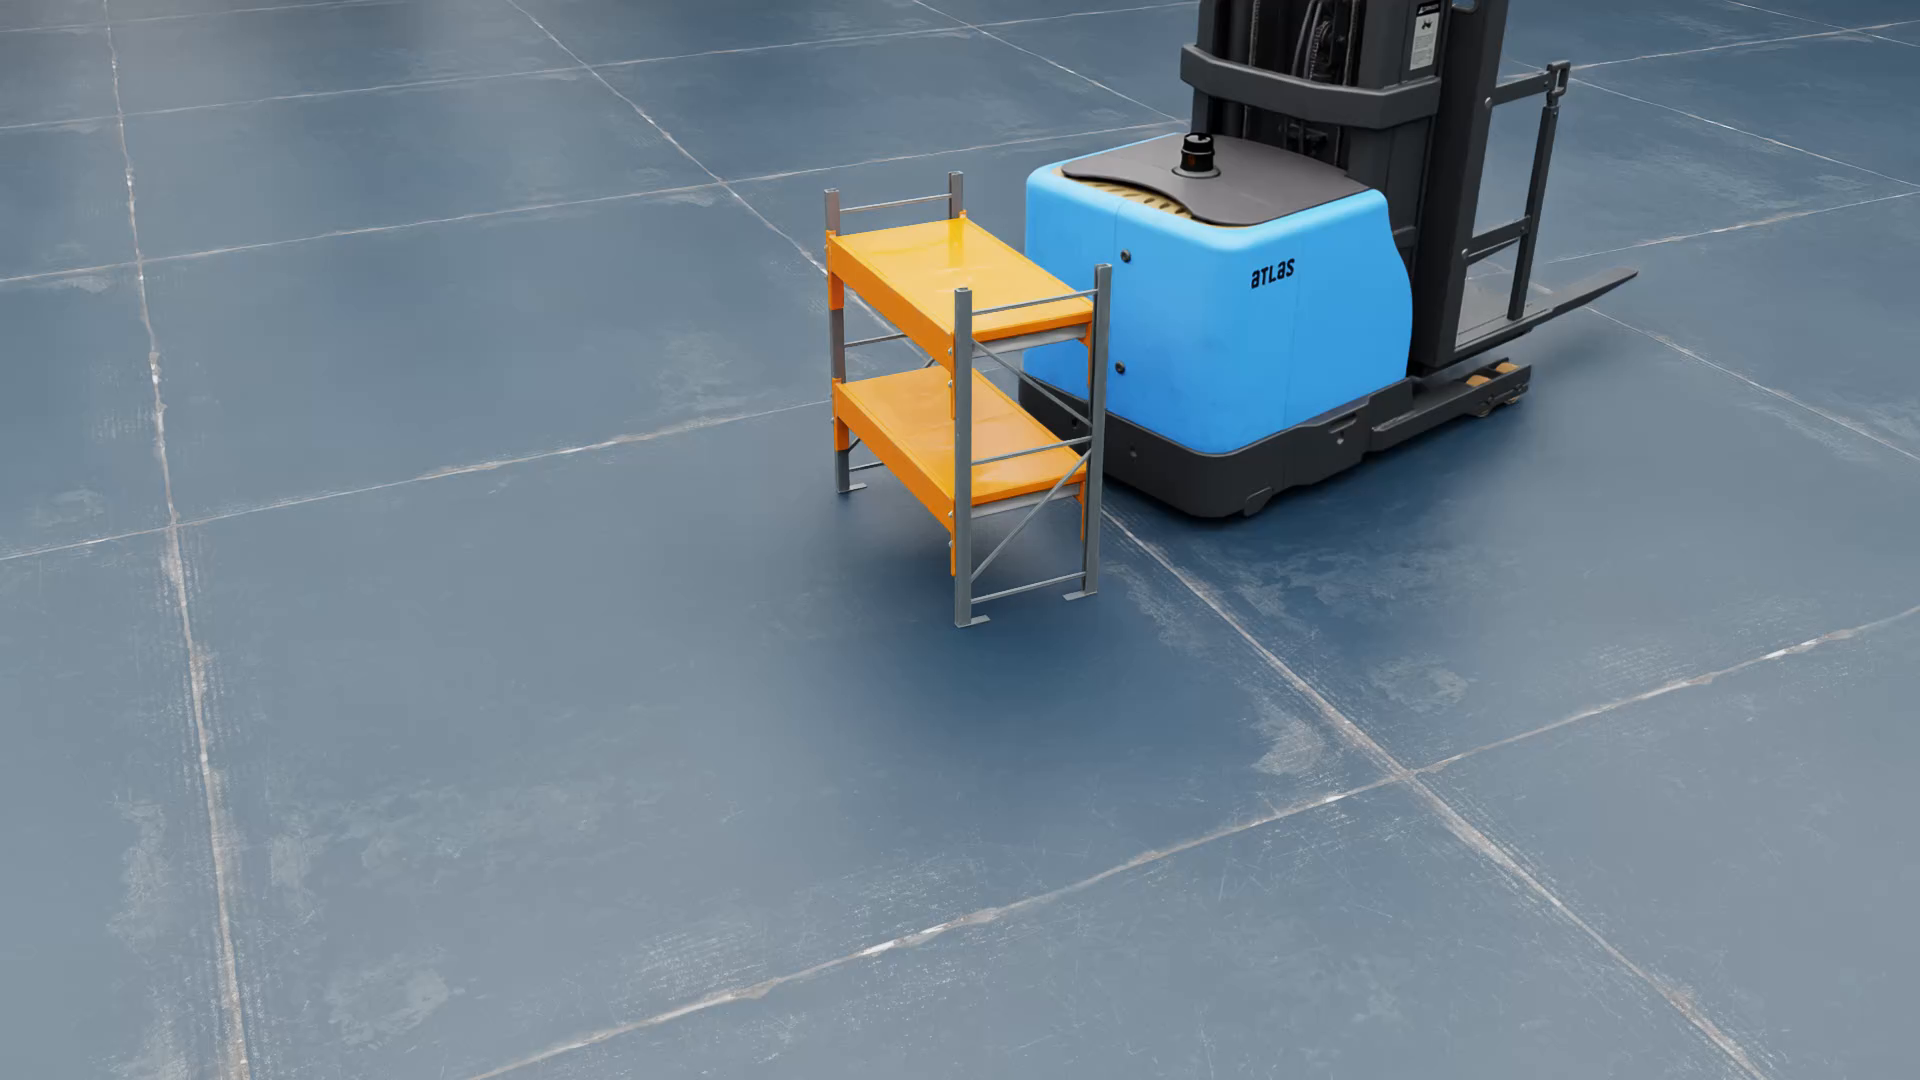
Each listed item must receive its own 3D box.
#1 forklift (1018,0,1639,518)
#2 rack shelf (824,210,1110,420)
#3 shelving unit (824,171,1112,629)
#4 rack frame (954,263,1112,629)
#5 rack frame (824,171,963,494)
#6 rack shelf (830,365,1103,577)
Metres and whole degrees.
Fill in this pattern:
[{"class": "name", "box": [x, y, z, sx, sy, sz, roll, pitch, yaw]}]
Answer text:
[{"class": "forklift", "box": [1.674, -1.943, 6.218, 3.031, 2.935, 1.130, -22, 36, -34]}, {"class": "rack shelf", "box": [-0.003, -0.749, 5.337, 0.538, 0.278, 1.000, -13, 32, -22]}, {"class": "shelving unit", "box": [-0.003, -0.494, 5.480, 0.538, 1.125, 1.048, -13, 32, -22]}, {"class": "rack frame", "box": [0.215, -0.269, 5.080, 0.500, 1.125, 0.032, -13, 32, -22]}, {"class": "rack frame", "box": [-0.221, -0.718, 5.881, 0.500, 1.125, 0.032, -13, 32, -22]}, {"class": "rack shelf", "box": [-0.003, -0.280, 5.600, 0.538, 0.278, 1.000, -13, 32, -22]}]
